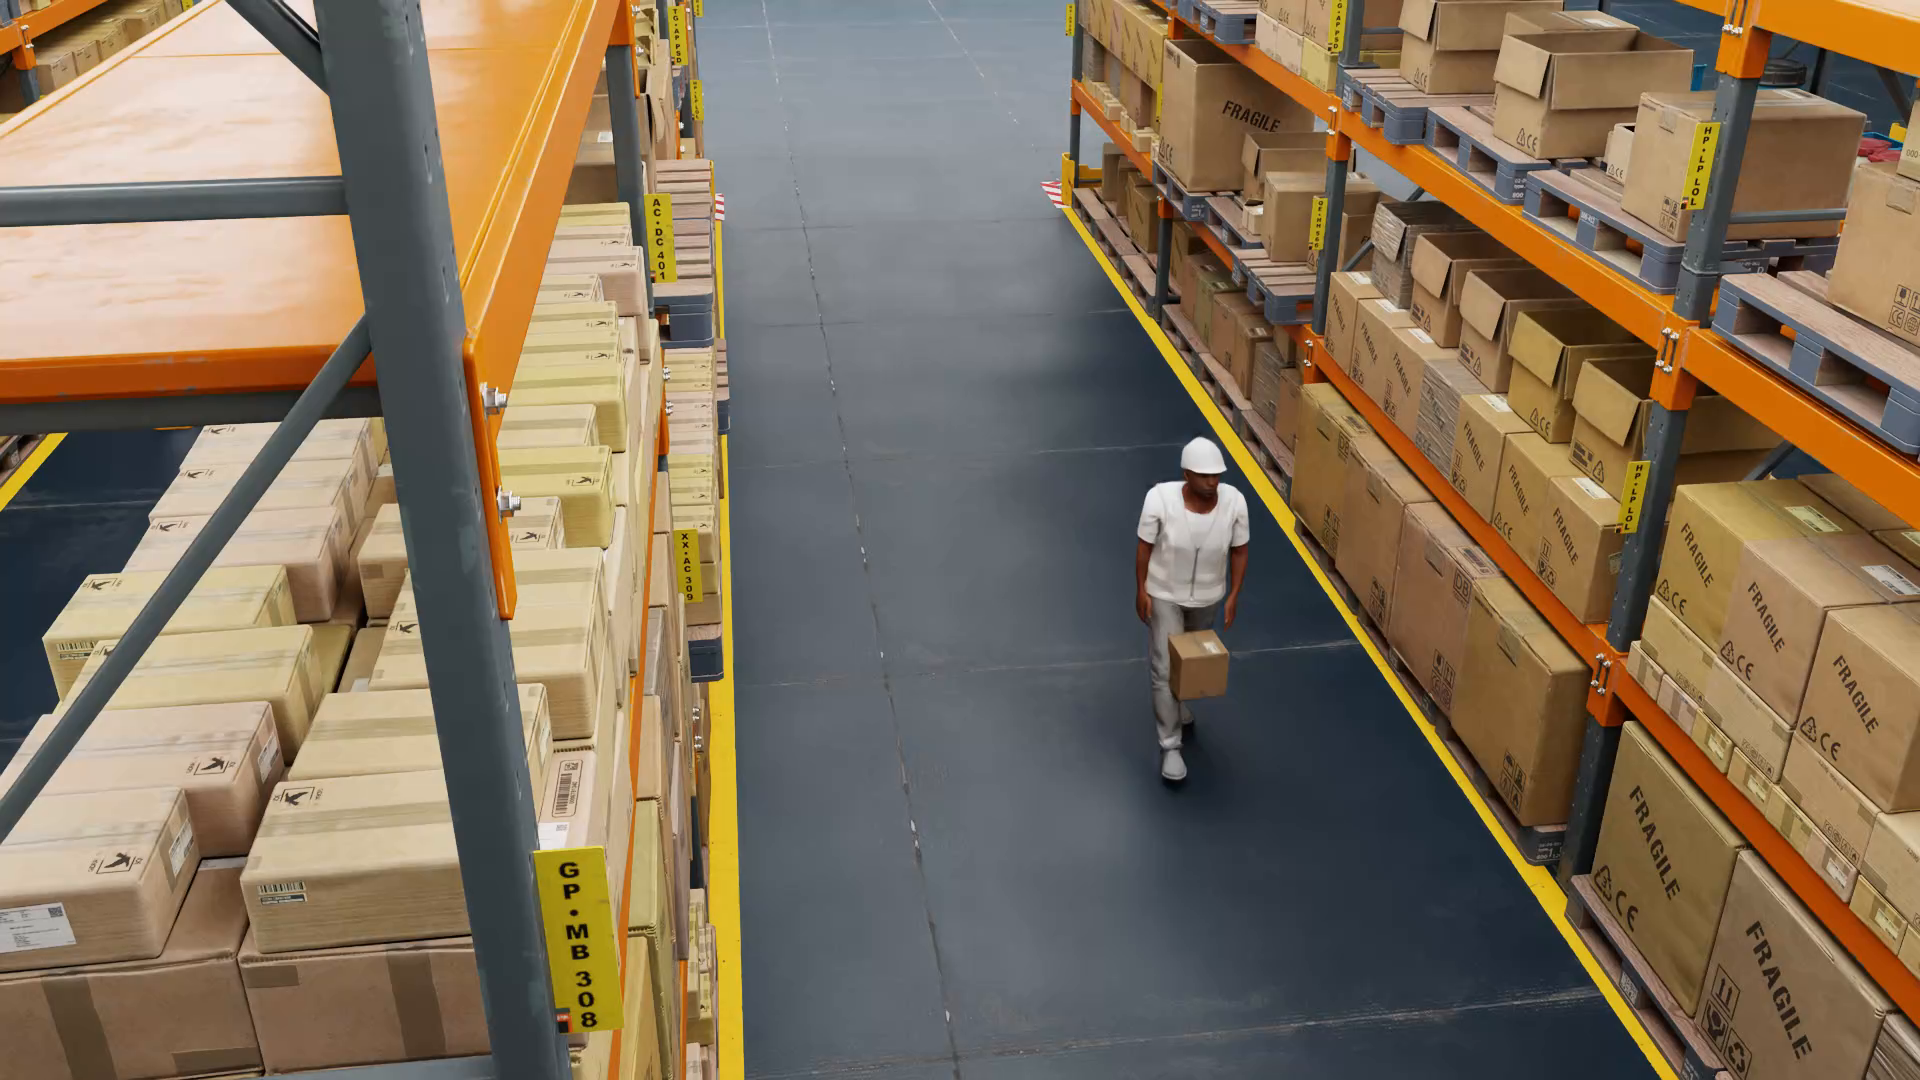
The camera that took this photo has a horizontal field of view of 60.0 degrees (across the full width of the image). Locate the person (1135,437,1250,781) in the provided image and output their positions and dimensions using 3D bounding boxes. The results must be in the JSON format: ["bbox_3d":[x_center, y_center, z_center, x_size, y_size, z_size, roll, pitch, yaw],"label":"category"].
[{"bbox_3d":[1.198,0.303,8.466,0.572,1.731,0.896,-4,27,-8],"label":"person"}]
